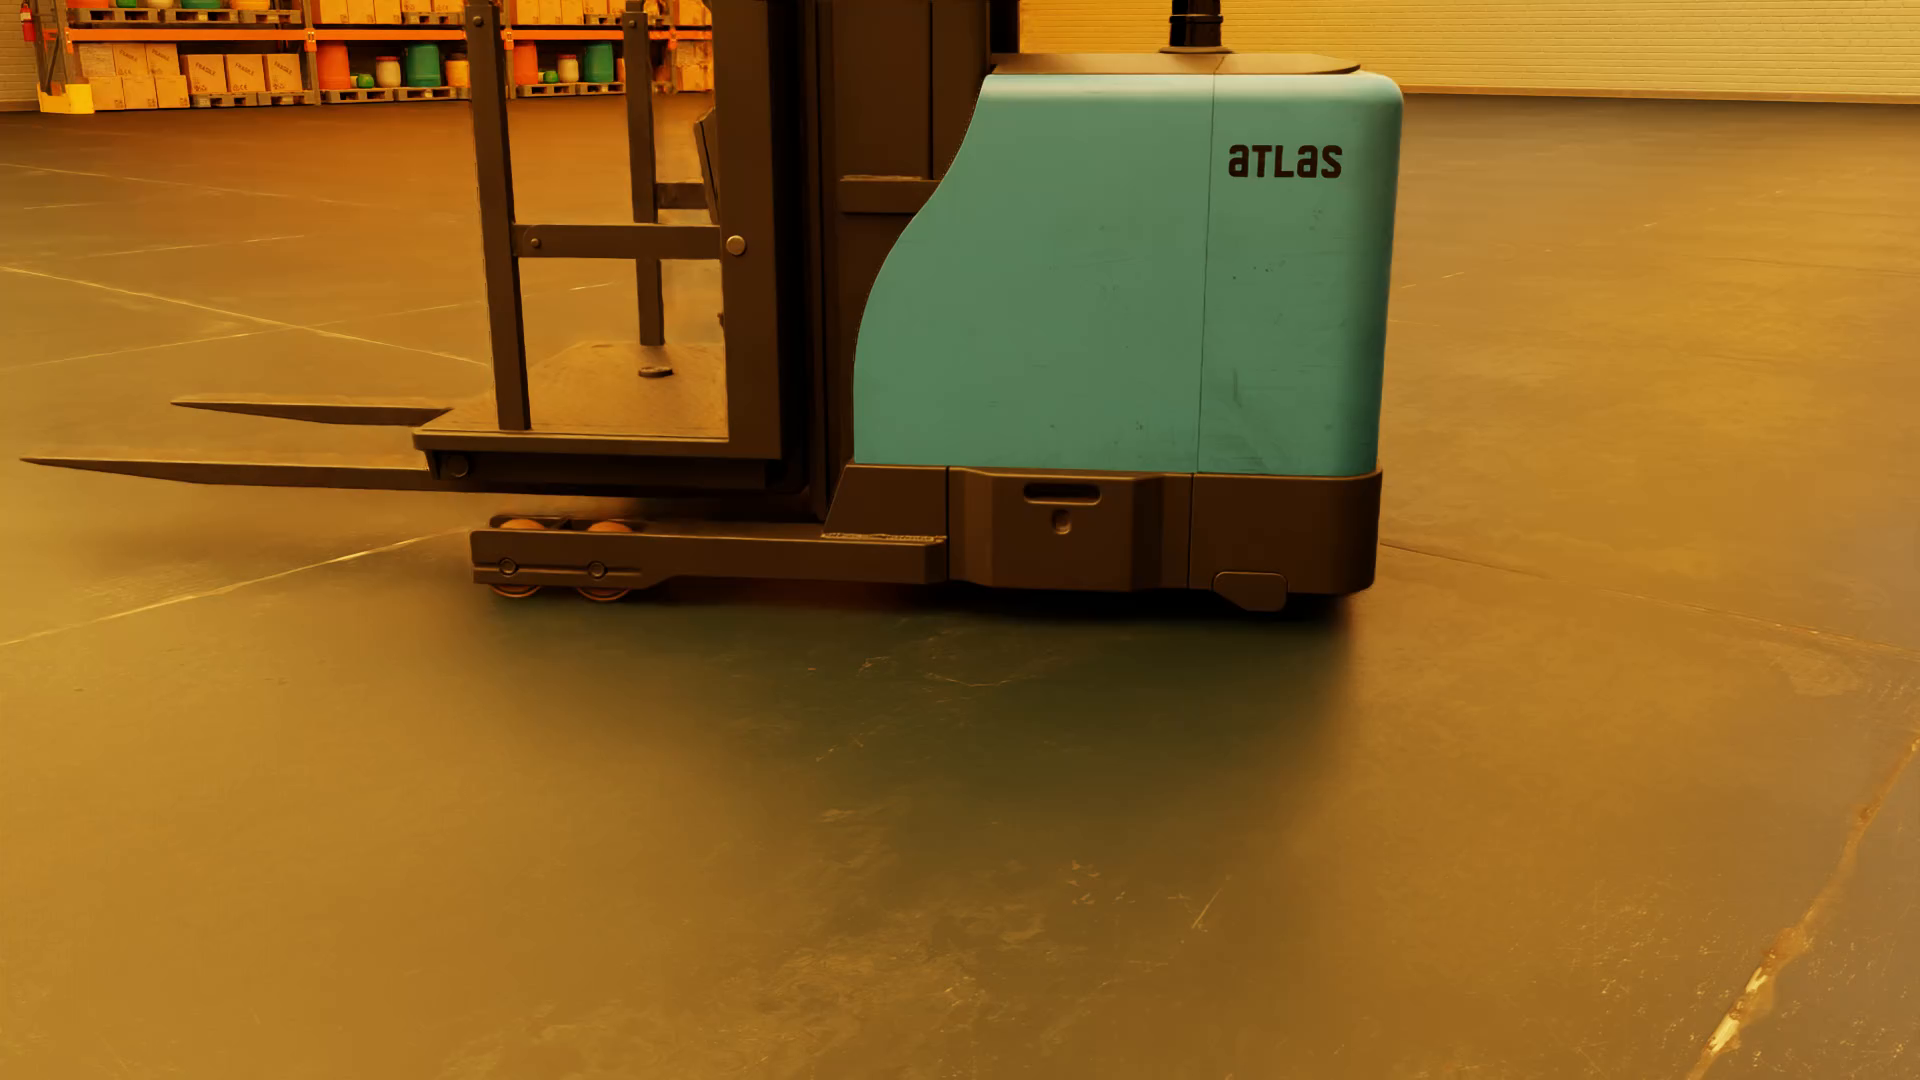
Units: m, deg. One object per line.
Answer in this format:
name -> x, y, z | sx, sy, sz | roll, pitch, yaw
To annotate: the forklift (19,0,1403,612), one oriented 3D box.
forklift -> -0.607, -1.422, 3.581 | 3.031, 2.935, 1.130 | 2, 17, 6
